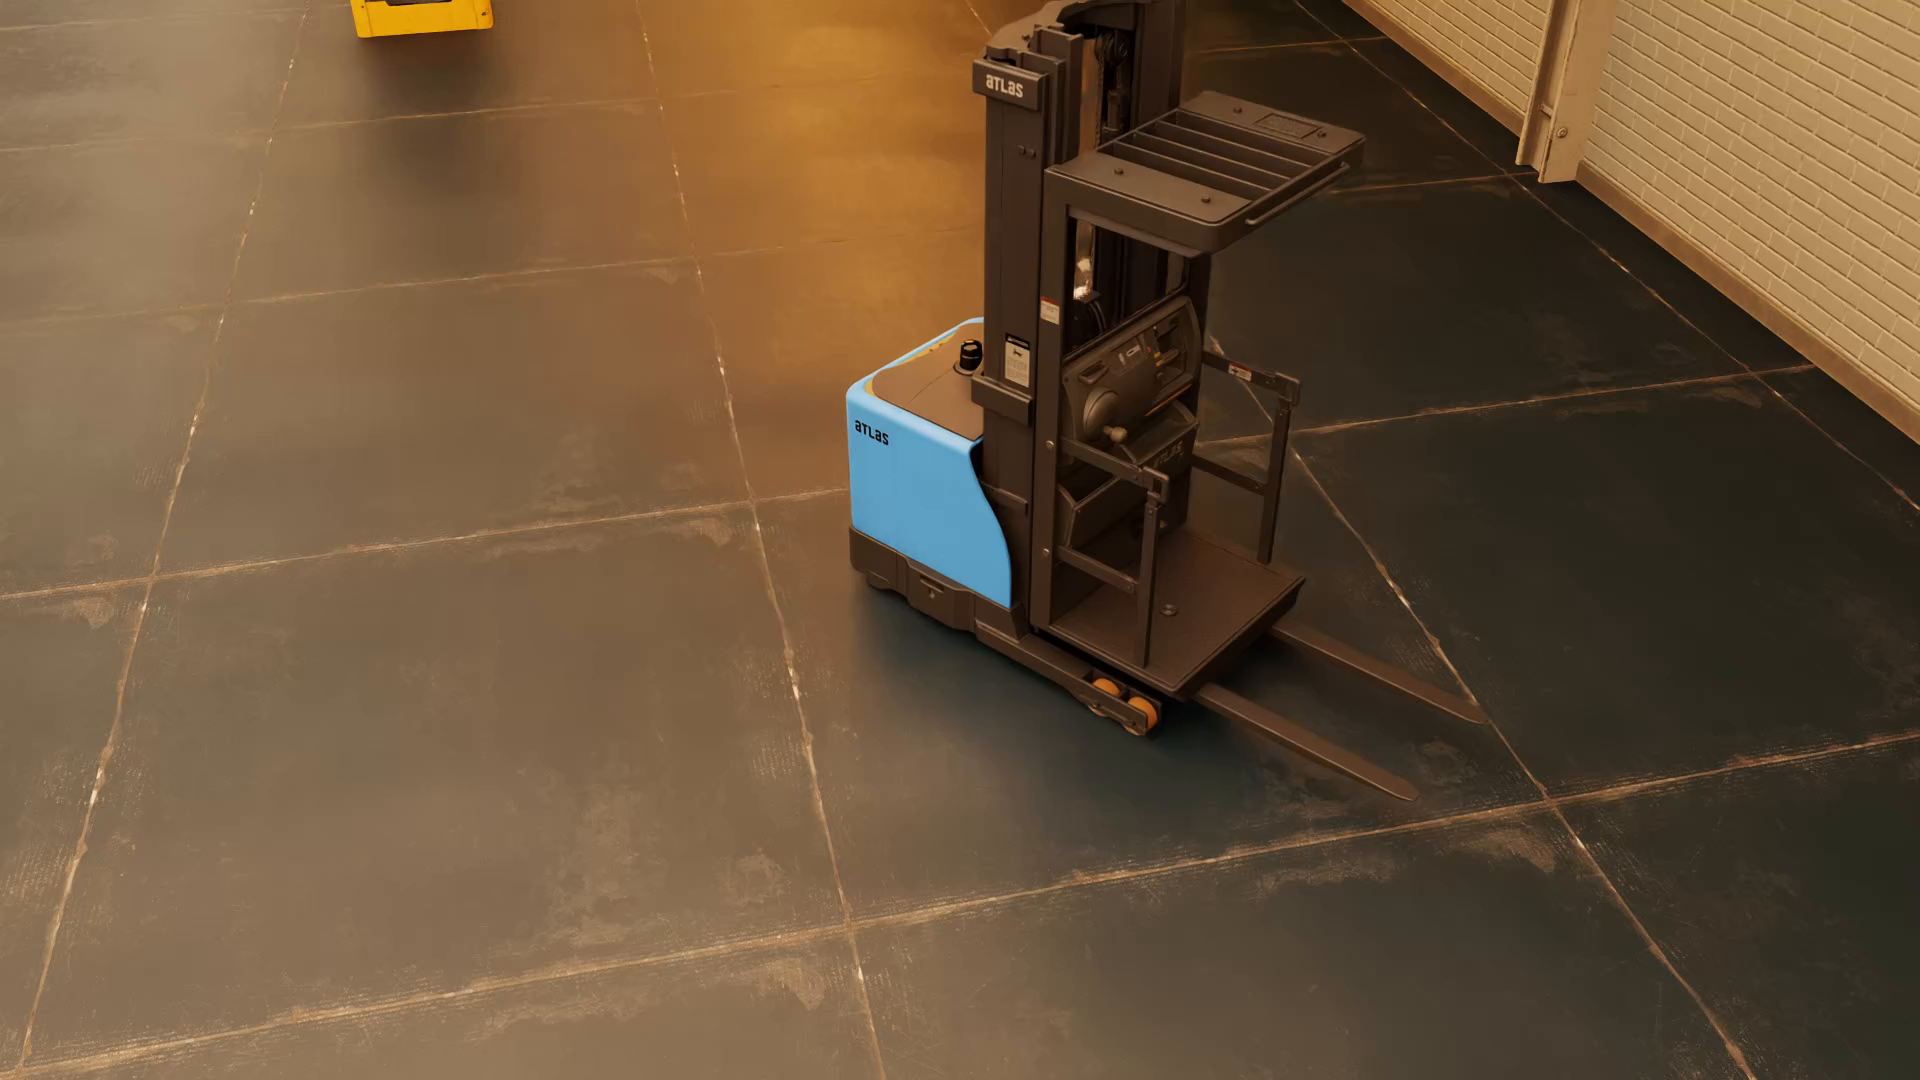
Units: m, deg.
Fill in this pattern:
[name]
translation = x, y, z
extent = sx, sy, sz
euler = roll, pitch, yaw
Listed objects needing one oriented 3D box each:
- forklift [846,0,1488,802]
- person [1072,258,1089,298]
[forklift]
translation = 0.901, -0.677, 6.991
extent = 3.031, 2.935, 1.130
euler = 27, 43, 32
[person]
translation = 0.637, -0.675, 8.327
extent = 0.730, 1.453, 0.812
euler = 1, 36, 2
